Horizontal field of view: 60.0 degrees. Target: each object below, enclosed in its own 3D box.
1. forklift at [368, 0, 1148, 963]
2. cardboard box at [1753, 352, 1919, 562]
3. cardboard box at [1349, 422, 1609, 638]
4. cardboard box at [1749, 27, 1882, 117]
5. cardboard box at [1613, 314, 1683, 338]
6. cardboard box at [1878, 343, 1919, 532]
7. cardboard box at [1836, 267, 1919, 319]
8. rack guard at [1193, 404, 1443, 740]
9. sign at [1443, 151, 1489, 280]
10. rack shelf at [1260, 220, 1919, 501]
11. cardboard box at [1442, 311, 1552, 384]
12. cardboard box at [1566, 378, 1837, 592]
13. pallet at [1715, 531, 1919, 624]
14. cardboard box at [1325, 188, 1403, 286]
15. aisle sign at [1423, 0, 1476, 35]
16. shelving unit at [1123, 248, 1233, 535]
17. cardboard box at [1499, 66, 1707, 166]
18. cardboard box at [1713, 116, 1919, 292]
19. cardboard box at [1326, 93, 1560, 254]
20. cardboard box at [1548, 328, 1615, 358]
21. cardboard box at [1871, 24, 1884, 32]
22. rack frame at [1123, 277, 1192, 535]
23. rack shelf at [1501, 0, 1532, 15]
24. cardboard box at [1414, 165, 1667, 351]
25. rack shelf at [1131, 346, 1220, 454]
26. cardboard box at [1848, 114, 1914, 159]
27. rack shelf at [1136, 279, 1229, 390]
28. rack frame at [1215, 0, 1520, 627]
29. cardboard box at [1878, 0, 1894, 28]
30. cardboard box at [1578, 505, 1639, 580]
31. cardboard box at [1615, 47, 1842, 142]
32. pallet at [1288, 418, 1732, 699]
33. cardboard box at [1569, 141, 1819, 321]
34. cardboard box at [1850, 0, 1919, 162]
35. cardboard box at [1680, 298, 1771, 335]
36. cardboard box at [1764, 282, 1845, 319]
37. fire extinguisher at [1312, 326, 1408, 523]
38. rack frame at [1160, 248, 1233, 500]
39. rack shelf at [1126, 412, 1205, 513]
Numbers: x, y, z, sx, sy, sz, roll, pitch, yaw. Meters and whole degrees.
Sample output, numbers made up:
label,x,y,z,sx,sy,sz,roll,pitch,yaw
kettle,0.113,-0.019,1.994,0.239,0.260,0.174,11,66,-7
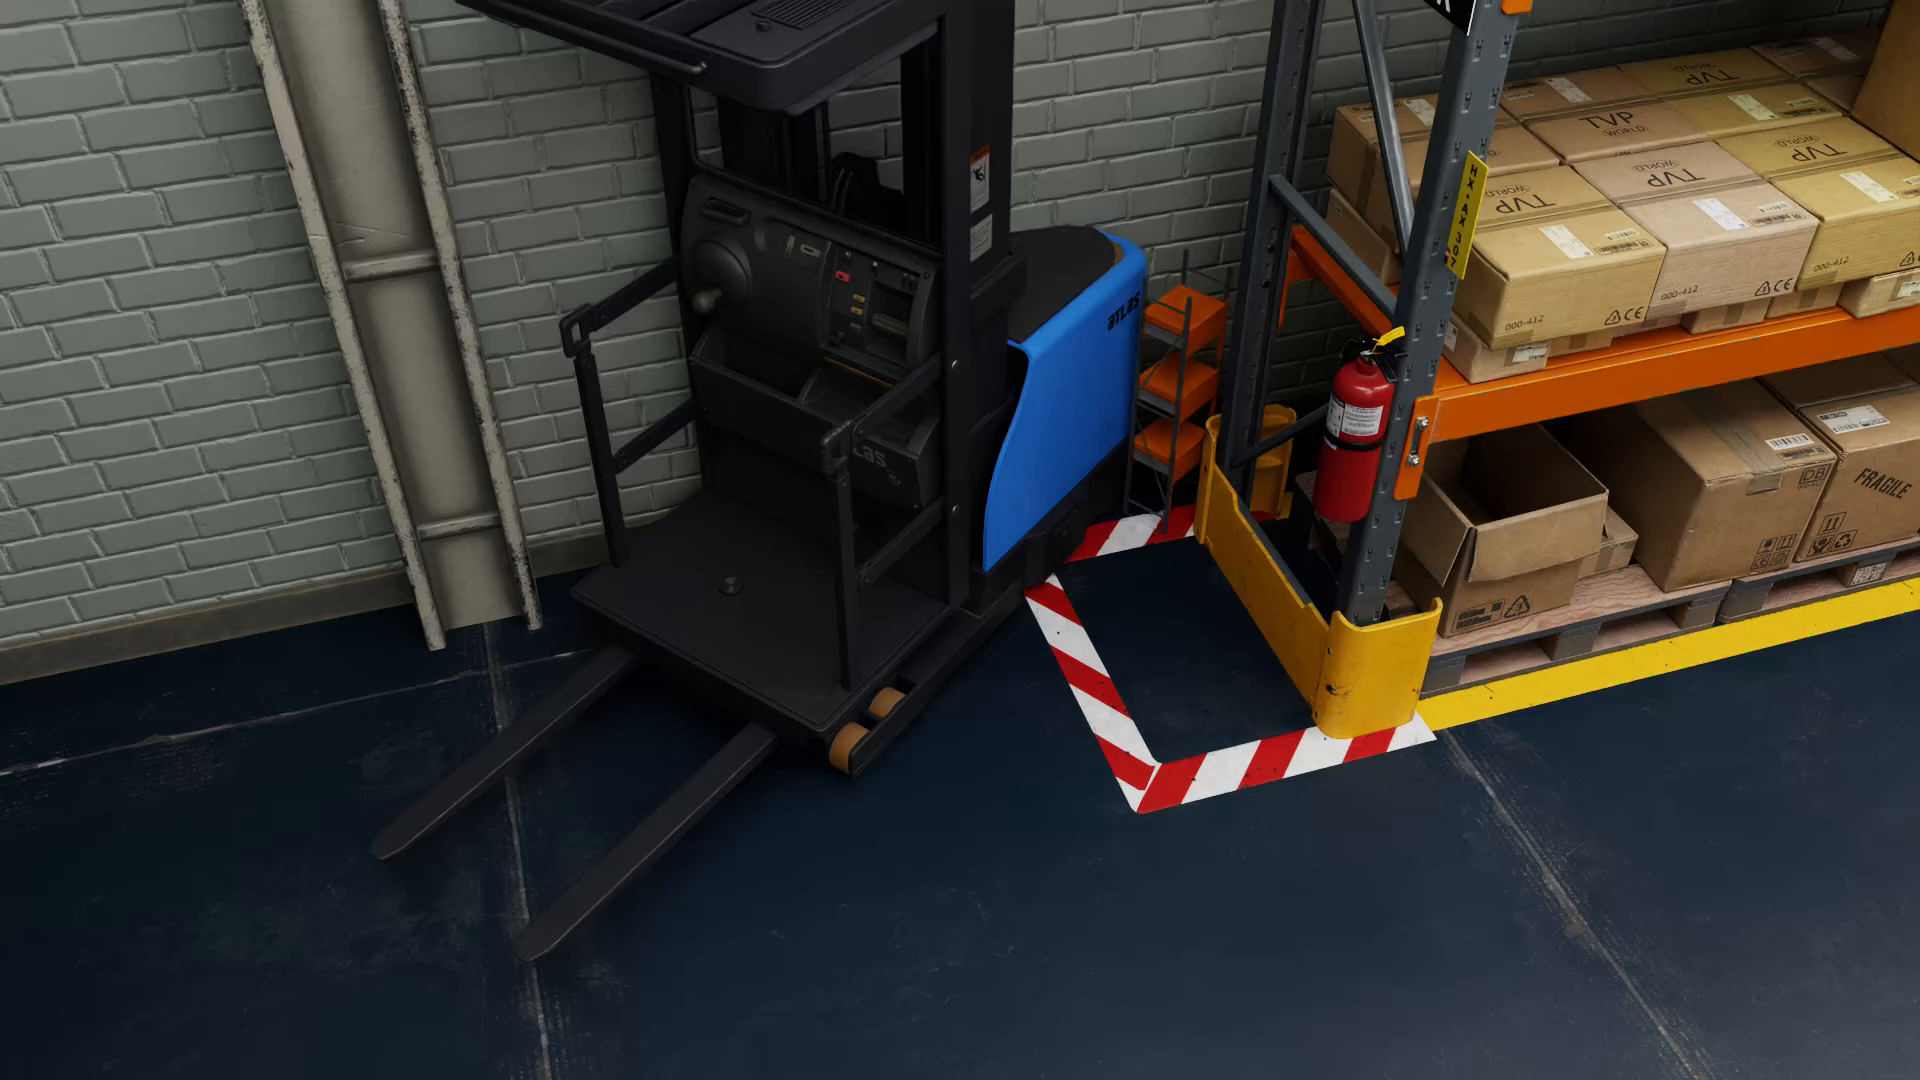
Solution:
label,x,y,z,sx,sy,sz,roll,pitch,yaw
forklift,-0.590,-0.711,4.836,1.130,2.935,3.031,25,47,26
cardboard box,3.104,-0.309,5.905,0.500,0.500,0.500,-11,42,-12
cardboard box,1.743,-0.124,5.691,0.637,0.503,0.797,-13,43,-15
cardboard box,2.955,-1.457,5.526,0.500,0.250,0.500,-12,43,-13
cardboard box,1.996,-0.796,5.072,0.250,0.149,0.380,-12,43,-14
cardboard box,3.560,-0.473,6.092,0.500,0.500,0.700,-13,43,-15
cardboard box,2.771,-0.866,5.153,0.250,0.149,0.380,-13,43,-14
rack guard,1.204,0.082,5.777,0.348,0.500,1.175,-12,42,-13
sign,1.294,-0.830,4.263,0.005,0.325,0.100,-12,42,-13
rack shelf,3.039,-0.969,5.626,4.000,0.370,1.077,-12,42,-13
cardboard box,1.527,-0.643,4.897,0.250,0.149,0.380,-12,43,-13
cardboard box,2.570,-0.268,5.857,0.500,0.500,0.700,-10,42,-11
pallet,3.125,-0.206,6.326,1.213,0.211,1.003,-12,42,-13
cardboard box,1.367,-0.984,5.288,0.250,0.149,0.380,-12,43,-14
aisle sign,1.154,-1.626,3.855,0.004,0.787,0.394,-12,42,-13
shelving unit,0.782,-0.520,6.047,0.215,1.050,0.252,30,49,29
cardboard box,1.982,-1.259,5.299,0.500,0.250,0.500,-12,42,-13
cardboard box,2.608,-1.023,5.029,0.500,0.250,0.500,-12,43,-14
cardboard box,1.490,-1.158,5.183,0.500,0.250,0.500,-11,42,-12
cardboard box,1.756,-0.722,4.988,0.250,0.149,0.380,-11,42,-12
cardboard box,3.424,-1.558,5.642,0.500,0.250,0.500,-11,42,-12
rack frame,0.702,-0.460,5.978,0.200,1.050,0.008,30,49,29
rack shelf,3.039,-2.099,4.639,4.000,0.370,1.077,-12,42,-13
cardboard box,1.645,-0.821,4.798,0.500,0.250,0.500,-11,42,-13
rack shelf,0.782,-0.513,6.054,0.215,0.259,0.240,30,49,29
cardboard box,3.090,-1.137,5.160,0.500,0.250,0.500,-13,43,-14
rack shelf,0.782,-0.727,5.868,0.215,0.259,0.240,30,49,29
rack frame,1.131,-0.845,4.937,0.127,3.000,1.000,-12,42,-13
cardboard box,3.446,-1.846,5.401,0.500,0.500,0.500,-13,43,-14
cardboard box,2.160,-0.050,5.875,0.250,0.149,0.380,-13,43,-15
cardboard box,2.456,-1.354,5.408,0.500,0.250,0.500,-10,42,-12
pallet,1.964,0.032,6.053,1.213,0.211,1.003,-12,42,-13
cardboard box,2.126,-0.921,4.912,0.500,0.250,0.500,-11,42,-13
cardboard box,3.075,-1.400,4.891,0.500,0.500,0.500,-11,42,-12
cardboard box,2.256,-0.808,5.085,0.250,0.149,0.380,-10,42,-12
cardboard box,2.507,-0.864,5.150,0.250,0.149,0.380,-11,42,-12
fire extinguisher,1.130,-0.356,4.720,0.183,0.674,0.296,-12,42,-13
rack frame,0.861,-0.581,6.117,0.200,1.050,0.008,30,49,29
rack shelf,0.781,-0.303,6.237,0.215,0.259,0.240,30,49,29
